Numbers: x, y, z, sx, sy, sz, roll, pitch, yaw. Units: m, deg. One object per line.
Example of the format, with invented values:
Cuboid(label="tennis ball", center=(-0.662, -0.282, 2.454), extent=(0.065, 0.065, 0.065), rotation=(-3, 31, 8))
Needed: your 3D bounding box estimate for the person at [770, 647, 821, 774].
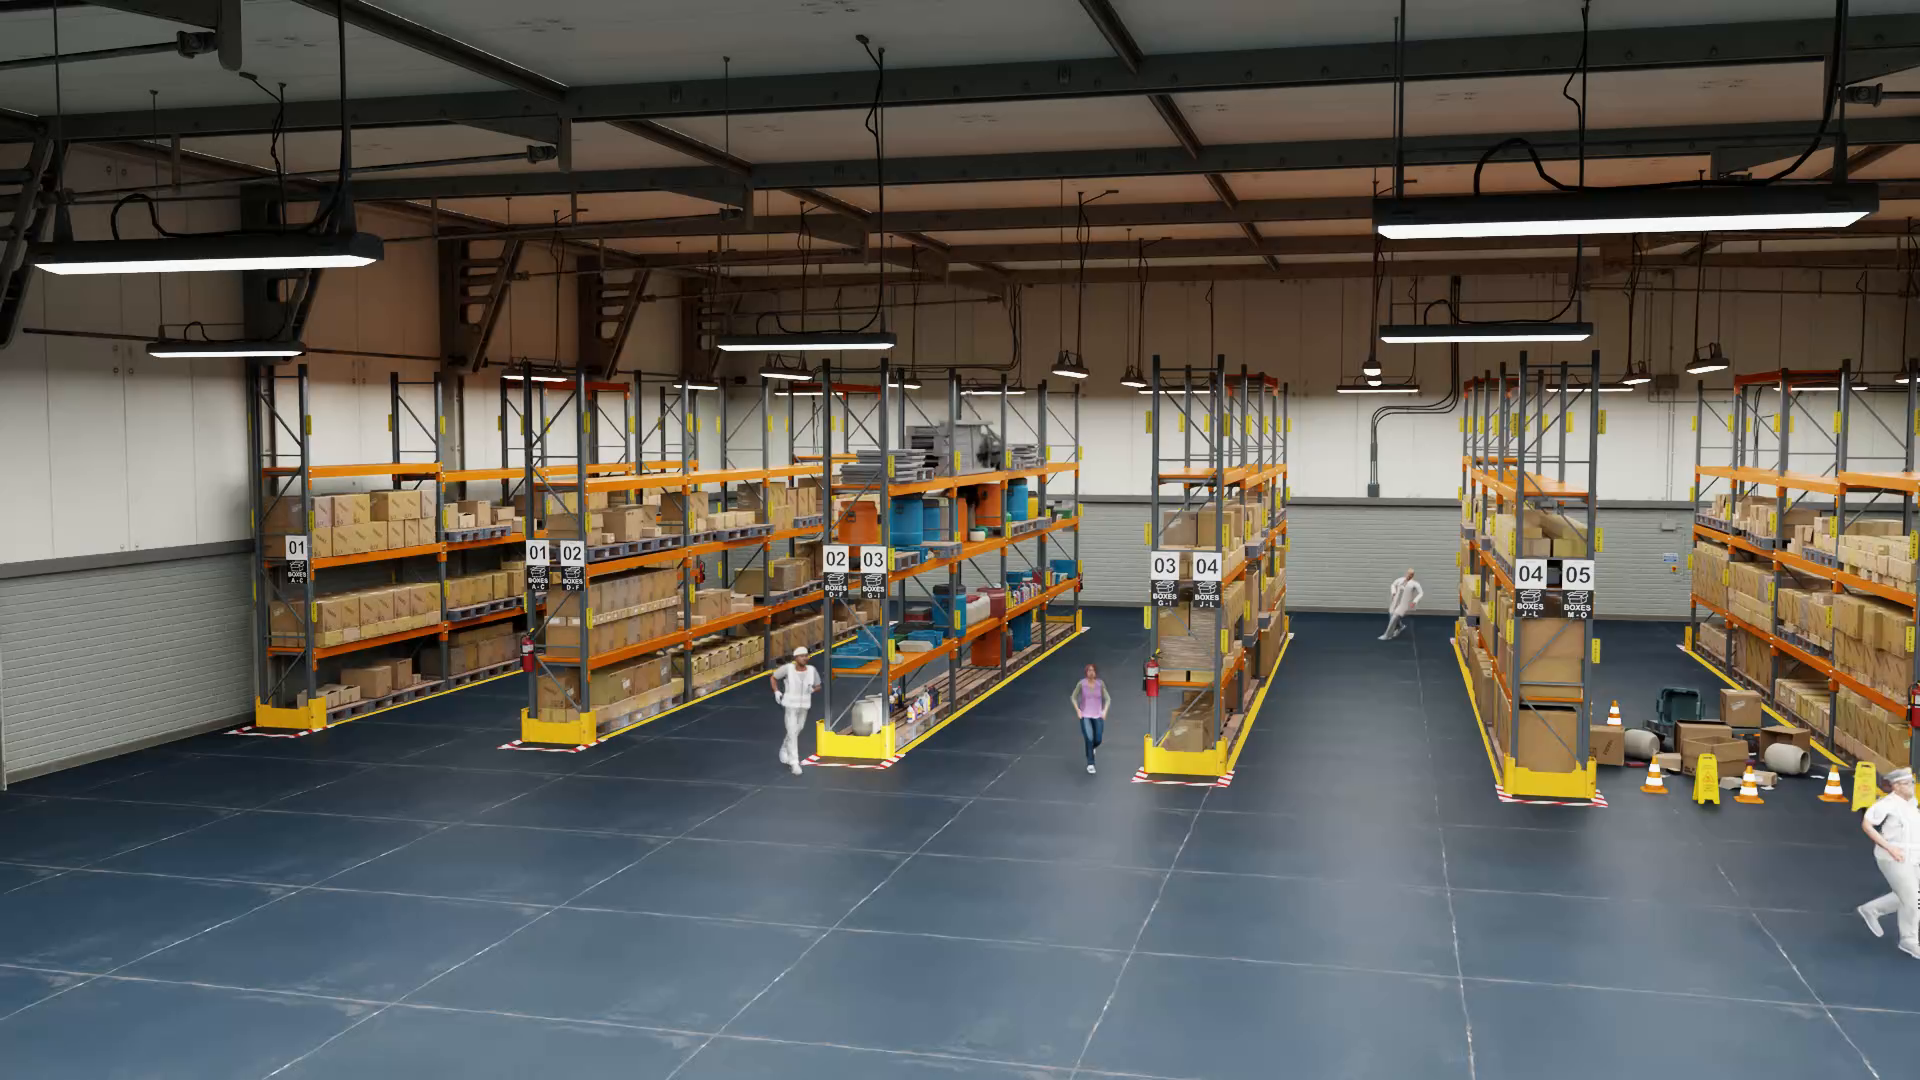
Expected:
Cuboid(label="person", center=(-2.335, 2.416, 24.081), extent=(0.692, 1.760, 0.993), rotation=(-2, 5, -29))

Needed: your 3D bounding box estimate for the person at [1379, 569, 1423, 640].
Cuboid(label="person", center=(10.292, 1.496, 38.644), extent=(0.891, 1.674, 0.887), rotation=(-3, 5, -41))

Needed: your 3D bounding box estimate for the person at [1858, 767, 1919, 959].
Cuboid(label="person", center=(8.911, 3.030, 15.838), extent=(0.670, 1.782, 0.789), rotation=(-3, 5, -33))

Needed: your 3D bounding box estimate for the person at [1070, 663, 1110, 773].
Cuboid(label="person", center=(1.886, 2.557, 24.125), extent=(0.574, 1.558, 0.678), rotation=(0, 4, -3))
